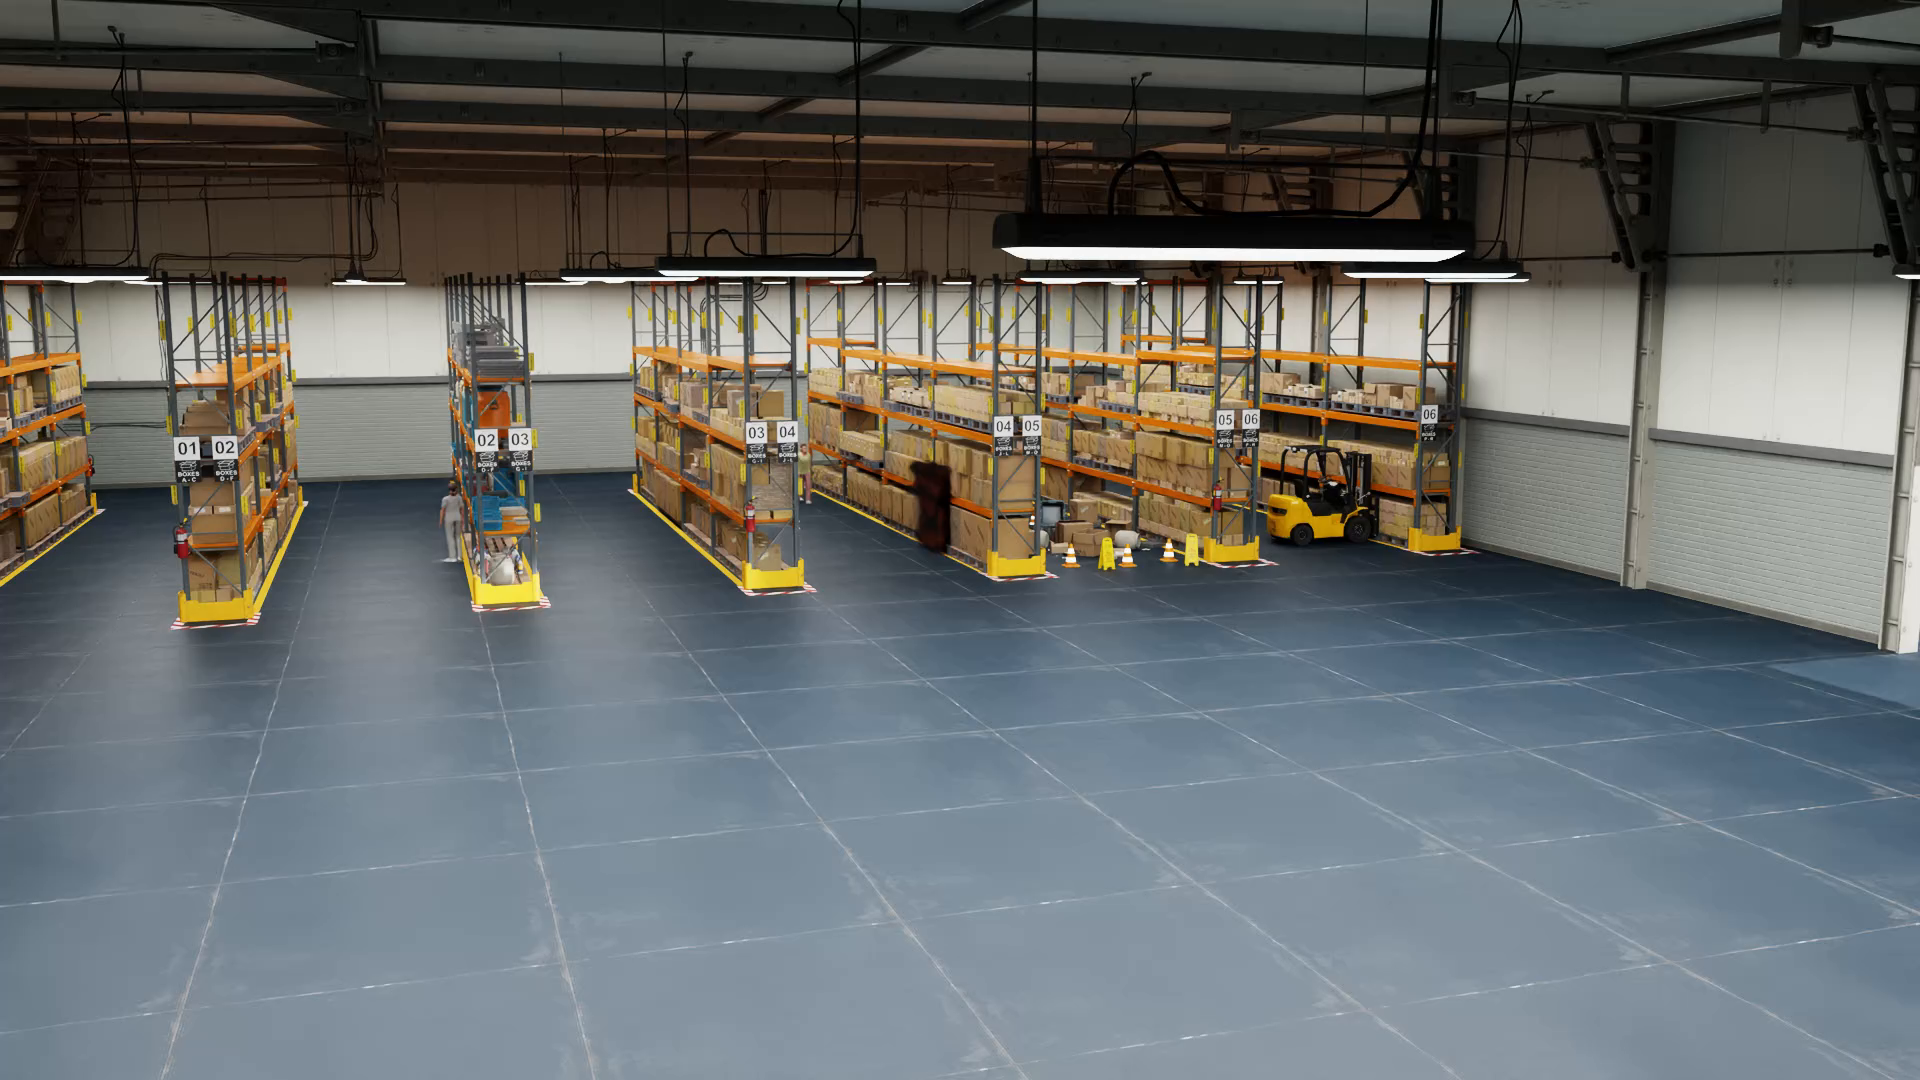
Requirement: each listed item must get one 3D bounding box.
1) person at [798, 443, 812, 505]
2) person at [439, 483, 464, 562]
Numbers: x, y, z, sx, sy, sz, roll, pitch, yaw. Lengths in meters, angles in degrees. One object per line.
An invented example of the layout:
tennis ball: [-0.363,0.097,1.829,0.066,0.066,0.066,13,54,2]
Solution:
person: [-4.172,-1.777,44.391,0.462,1.629,1.004,-2,9,-13]
person: [-10.683,-0.356,34.960,0.541,1.709,0.372,-7,11,-38]
